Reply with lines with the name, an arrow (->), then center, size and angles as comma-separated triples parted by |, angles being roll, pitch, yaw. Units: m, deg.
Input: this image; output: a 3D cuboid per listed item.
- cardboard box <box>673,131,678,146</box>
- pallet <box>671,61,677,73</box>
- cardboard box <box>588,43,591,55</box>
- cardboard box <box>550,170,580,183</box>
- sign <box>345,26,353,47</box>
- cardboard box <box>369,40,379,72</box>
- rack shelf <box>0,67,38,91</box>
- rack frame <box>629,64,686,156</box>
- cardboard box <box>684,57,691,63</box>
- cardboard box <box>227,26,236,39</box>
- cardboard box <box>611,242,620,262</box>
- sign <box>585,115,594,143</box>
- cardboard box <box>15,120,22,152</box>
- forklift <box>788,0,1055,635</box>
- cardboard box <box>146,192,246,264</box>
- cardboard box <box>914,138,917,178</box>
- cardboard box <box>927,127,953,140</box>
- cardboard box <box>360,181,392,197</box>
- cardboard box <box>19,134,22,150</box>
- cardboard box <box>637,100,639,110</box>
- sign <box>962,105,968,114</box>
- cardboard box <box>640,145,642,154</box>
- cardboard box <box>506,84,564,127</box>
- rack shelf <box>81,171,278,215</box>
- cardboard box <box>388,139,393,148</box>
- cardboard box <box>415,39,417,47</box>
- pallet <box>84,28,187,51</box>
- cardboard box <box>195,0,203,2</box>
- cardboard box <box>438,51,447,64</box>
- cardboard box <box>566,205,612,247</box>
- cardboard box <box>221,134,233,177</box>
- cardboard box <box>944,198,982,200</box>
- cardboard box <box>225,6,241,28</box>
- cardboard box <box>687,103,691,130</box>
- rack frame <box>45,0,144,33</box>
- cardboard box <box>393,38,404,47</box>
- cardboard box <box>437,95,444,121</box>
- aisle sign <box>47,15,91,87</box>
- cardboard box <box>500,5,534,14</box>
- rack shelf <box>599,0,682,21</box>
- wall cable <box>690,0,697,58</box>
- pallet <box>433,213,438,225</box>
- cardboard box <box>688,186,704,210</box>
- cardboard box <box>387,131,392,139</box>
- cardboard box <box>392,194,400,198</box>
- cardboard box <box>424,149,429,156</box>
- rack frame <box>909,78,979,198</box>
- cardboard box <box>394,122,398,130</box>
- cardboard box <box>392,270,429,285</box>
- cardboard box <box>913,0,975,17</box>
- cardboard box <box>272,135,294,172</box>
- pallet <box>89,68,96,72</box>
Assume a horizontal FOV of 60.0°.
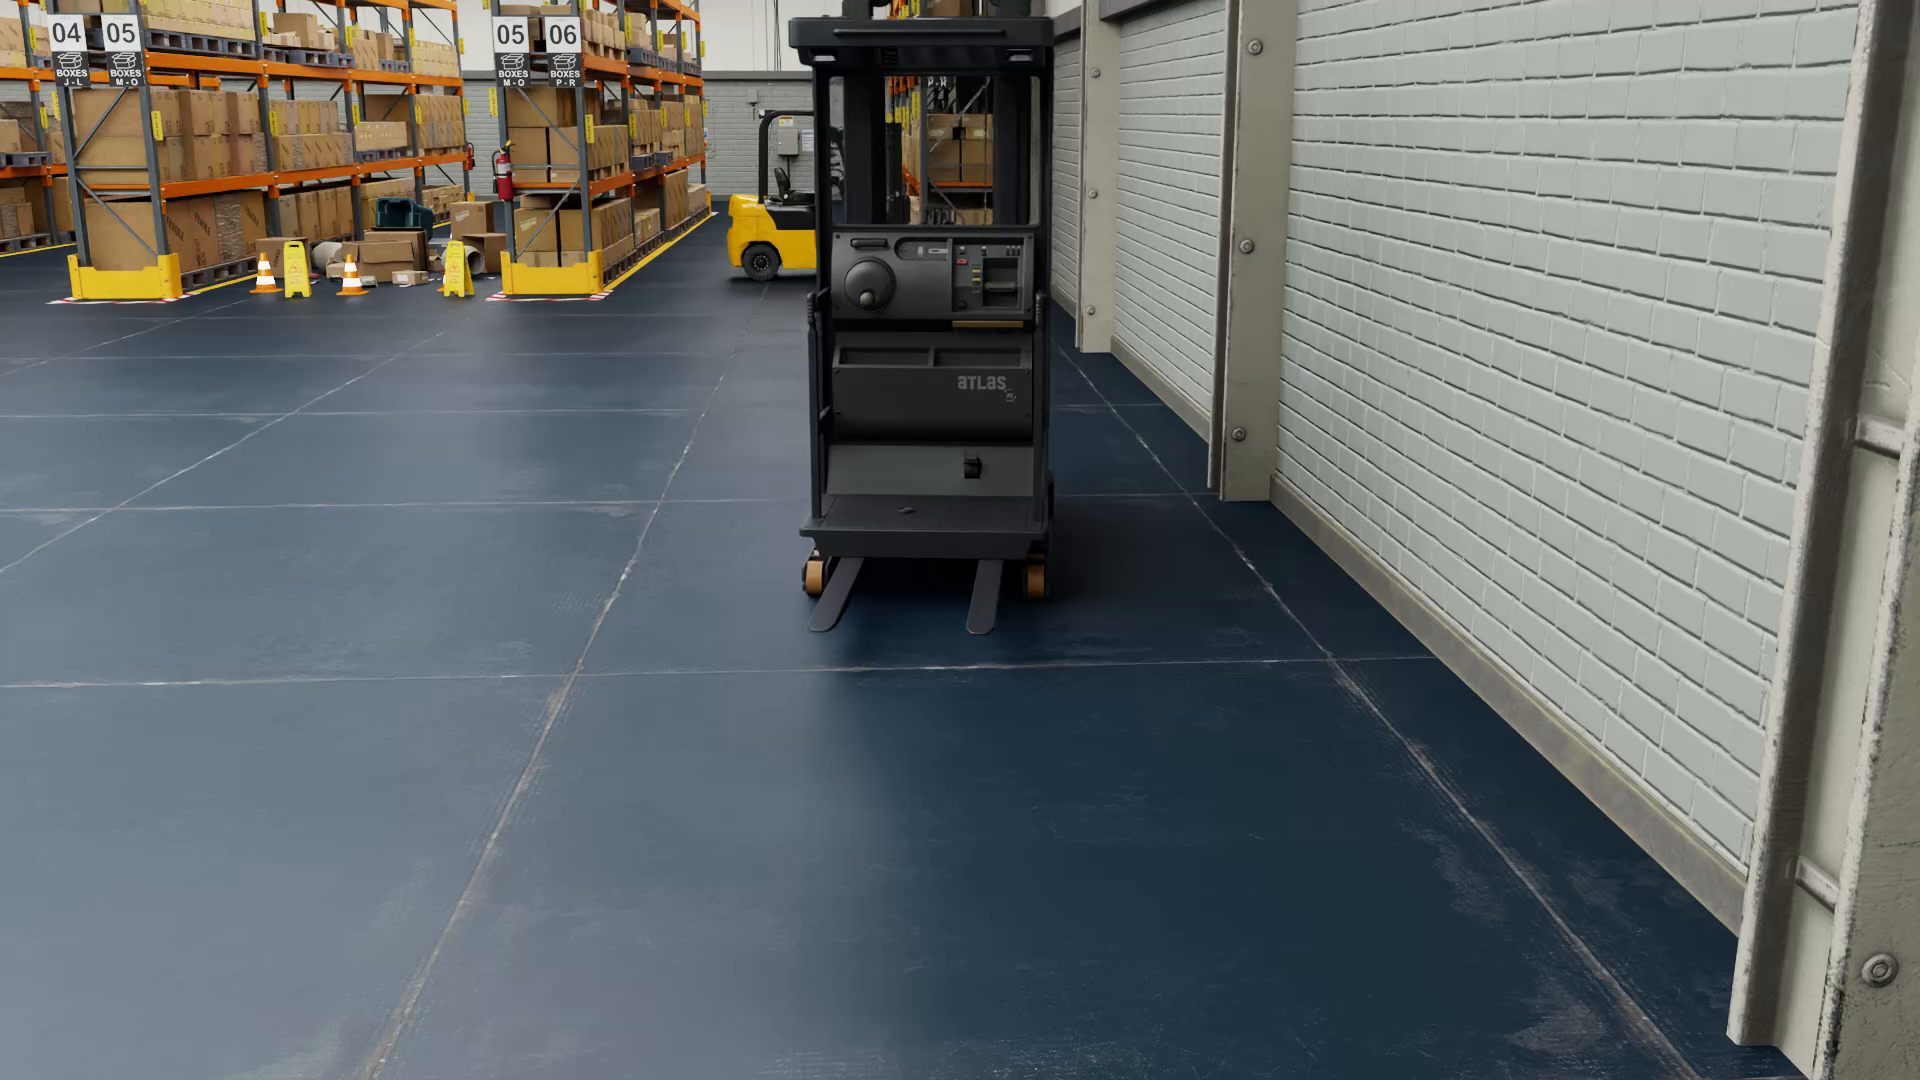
cardboard box -> -5.284, -7.112, 29.445 | 0.500, 0.250, 0.500 | -1, 14, -2
pallet -> -5.573, -8.561, 30.144 | 0.805, 0.209, 1.217 | -1, 15, -6
cardboard box -> -4.720, -5.993, 20.282 | 0.380, 0.149, 0.250 | 0, 14, -2
cardboard box -> -4.750, -4.410, 20.150 | 0.380, 0.149, 0.250 | -1, 14, -3
sign -> -9.811, -8.080, 26.693 | 0.100, 0.325, 0.005 | -1, 14, -3
cardboard box -> -10.210, -8.228, 28.263 | 0.500, 0.500, 0.500 | -1, 14, -3
rack shelf -> -15.198, -6.887, 24.699 | 1.077, 0.370, 4.000 | -1, 14, -3
rack frame -> -5.679, -7.428, 31.377 | 1.000, 3.000, 0.127 | -1, 14, -3
cardboard box -> -5.703, -9.792, 34.006 | 0.380, 0.149, 0.250 | -2, 15, -8
cardboard box -> -9.727, -6.644, 21.769 | 0.380, 0.149, 0.250 | -1, 14, -3
cardboard box -> -4.780, -3.783, 21.885 | 0.500, 0.250, 0.500 | 0, 14, 0
sign -> -4.394, -4.871, 19.703 | 0.100, 0.325, 0.005 | -1, 14, -3
cardboard box -> -15.249, -6.399, 26.332 | 0.500, 0.500, 0.500 | -3, 15, -10
forklift -> -0.135, -1.232, 7.433 | 1.130, 2.935, 3.031 | 1, 14, 3
cardboard box -> -10.089, -4.130, 21.979 | 0.875, 0.875, 0.875 | -1, 14, -3
cardboard box -> -0.329, -4.945, 21.524 | 0.500, 0.500, 0.500 | -1, 14, -4
cardboard box -> -0.283, -4.966, 20.304 | 0.380, 0.149, 0.250 | -1, 14, -3
cardboard box -> -10.216, -6.112, 28.932 | 0.500, 0.250, 0.500 | -1, 14, -3
cardboard box -> -15.600, -6.448, 27.366 | 0.500, 0.500, 0.500 | 0, 14, -2
cardboard box -> -5.030, -6.540, 24.981 | 0.380, 0.149, 0.250 | 0, 14, 0
sign -> 0.076, -7.081, 27.704 | 0.100, 0.325, 0.005 | -1, 14, -3
cardboard box -> -4.977, -5.859, 24.939 | 0.380, 0.149, 0.250 | -1, 14, -3
cardboard box -> -5.185, -5.244, 20.084 | 0.700, 0.500, 0.500 | -1, 14, -5
rack shelf -> -9.994, -4.491, 21.406 | 1.077, 0.370, 4.000 | -1, 14, -3
cardboard box -> -10.323, -7.055, 29.586 | 0.380, 0.149, 0.250 | -2, 15, -6
cardboard box -> -10.373, -9.286, 31.076 | 0.380, 0.149, 0.250 | -2, 15, -6
pallet -> -9.926, -5.936, 19.737 | 1.003, 0.211, 1.213 | -1, 14, -3
cardboard box -> -9.667, -6.779, 20.694 | 0.380, 0.149, 0.250 | -1, 14, -3
cardboard box -> -10.517, -9.578, 33.012 | 0.500, 0.250, 0.500 | -1, 14, -3
cardboard box -> -4.748, -4.019, 21.299 | 0.500, 0.500, 0.500 | -1, 14, -6
cardboard box -> -10.110, -5.046, 21.816 | 0.875, 0.550, 0.550 | -1, 14, -3
cardboard box -> 0.040, -4.627, 23.158 | 0.500, 0.250, 0.500 | -1, 14, -4
cardboard box -> -9.800, -6.869, 21.843 | 0.500, 0.250, 0.500 | -1, 14, -4
cardboard box -> -5.492, -8.209, 32.203 | 0.500, 0.500, 0.500 | -1, 14, -4
rack frame -> -9.870, -7.248, 18.636 | 1.000, 3.000, 0.127 | -1, 14, -3
cardboard box -> -10.390, -9.218, 30.811 | 0.380, 0.149, 0.250 | -1, 14, -4
cardboard box -> -10.476, -8.501, 32.744 | 0.500, 0.500, 0.500 | -1, 14, -5
aisle sign -> -10.165, -5.579, 18.973 | 0.394, 0.787, 0.004 | -1, 14, -3
cardboard box -> -5.251, -6.241, 19.645 | 0.380, 0.149, 0.250 | -1, 14, -3
rack shelf -> -5.555, -9.294, 28.836 | 1.077, 0.370, 4.000 | -1, 14, -3
wall cable -> -6.561, -12.739, 39.977 | 0.463, 3.000, 0.029 | -1, 14, -3
pallet -> -10.690, -6.143, 31.977 | 1.003, 0.211, 1.213 | -1, 14, -3
cardboard box -> -5.721, -6.995, 33.994 | 0.875, 0.438, 0.875 | 0, 14, -2
cardboard box -> -10.326, -7.197, 29.541 | 0.380, 0.149, 0.250 | -2, 15, -6
cardboard box -> -10.257, -5.884, 29.549 | 0.500, 0.500, 0.500 | -1, 14, -5
cardboard box -> -10.474, -7.477, 32.070 | 0.380, 0.149, 0.250 | -2, 15, -6
rack frame -> -0.230, -5.516, 23.946 | 1.000, 3.000, 0.127 | -1, 14, -3
cardboard box -> -10.362, -7.469, 30.001 | 0.380, 0.149, 0.250 | -1, 14, -5
cardboard box -> -7.033, -3.358, 21.278 | 0.380, 0.149, 0.250 | 7, 16, 26
cardboard box -> -0.214, -6.785, 21.605 | 0.797, 0.503, 0.637 | 0, 14, -2
cardboard box -> -9.882, -5.520, 23.762 | 0.500, 0.500, 0.500 | -1, 14, -3
pallet -> -15.487, -8.079, 28.266 | 1.003, 0.211, 1.213 | 0, 14, -1
